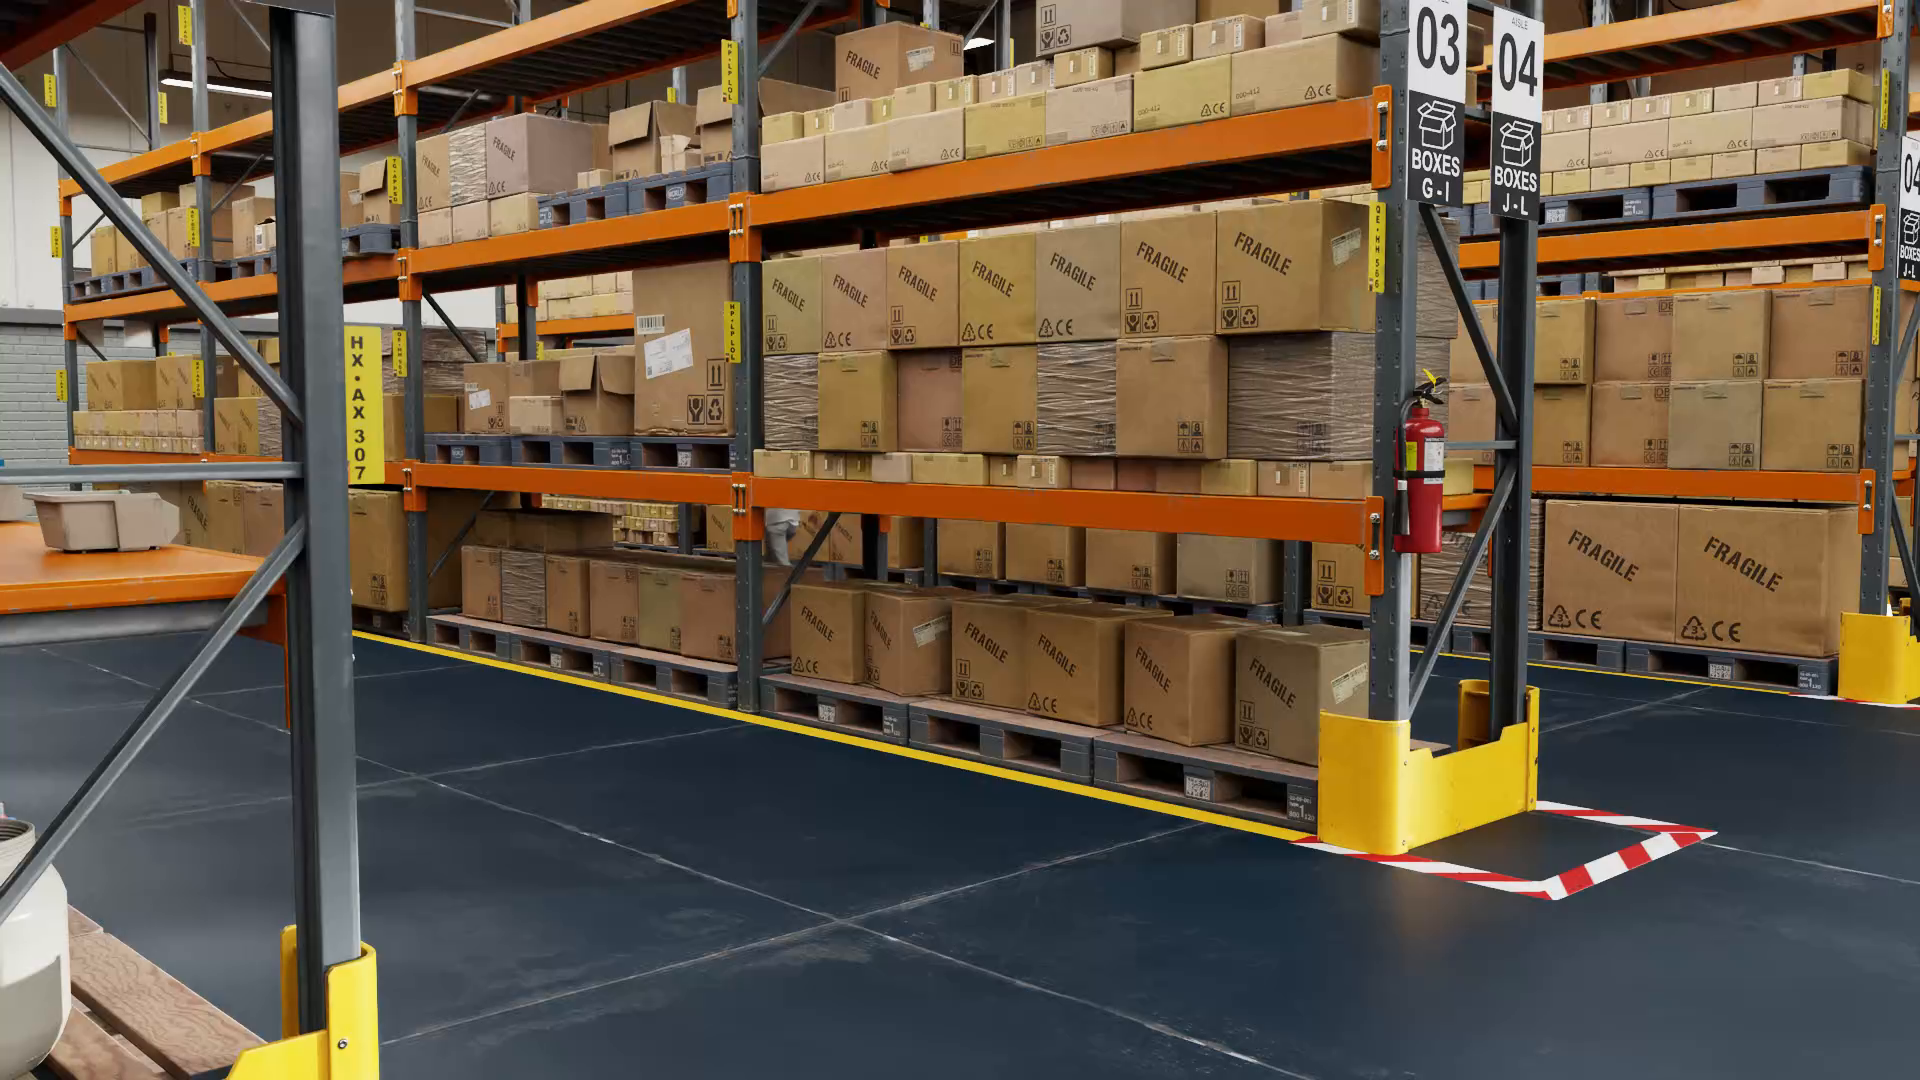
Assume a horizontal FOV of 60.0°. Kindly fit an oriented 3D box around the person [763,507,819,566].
[{"bbox_3d":[-1.406,-0.159,13.176,0.782,1.446,0.522,3,5,40],"label":"person"}]
